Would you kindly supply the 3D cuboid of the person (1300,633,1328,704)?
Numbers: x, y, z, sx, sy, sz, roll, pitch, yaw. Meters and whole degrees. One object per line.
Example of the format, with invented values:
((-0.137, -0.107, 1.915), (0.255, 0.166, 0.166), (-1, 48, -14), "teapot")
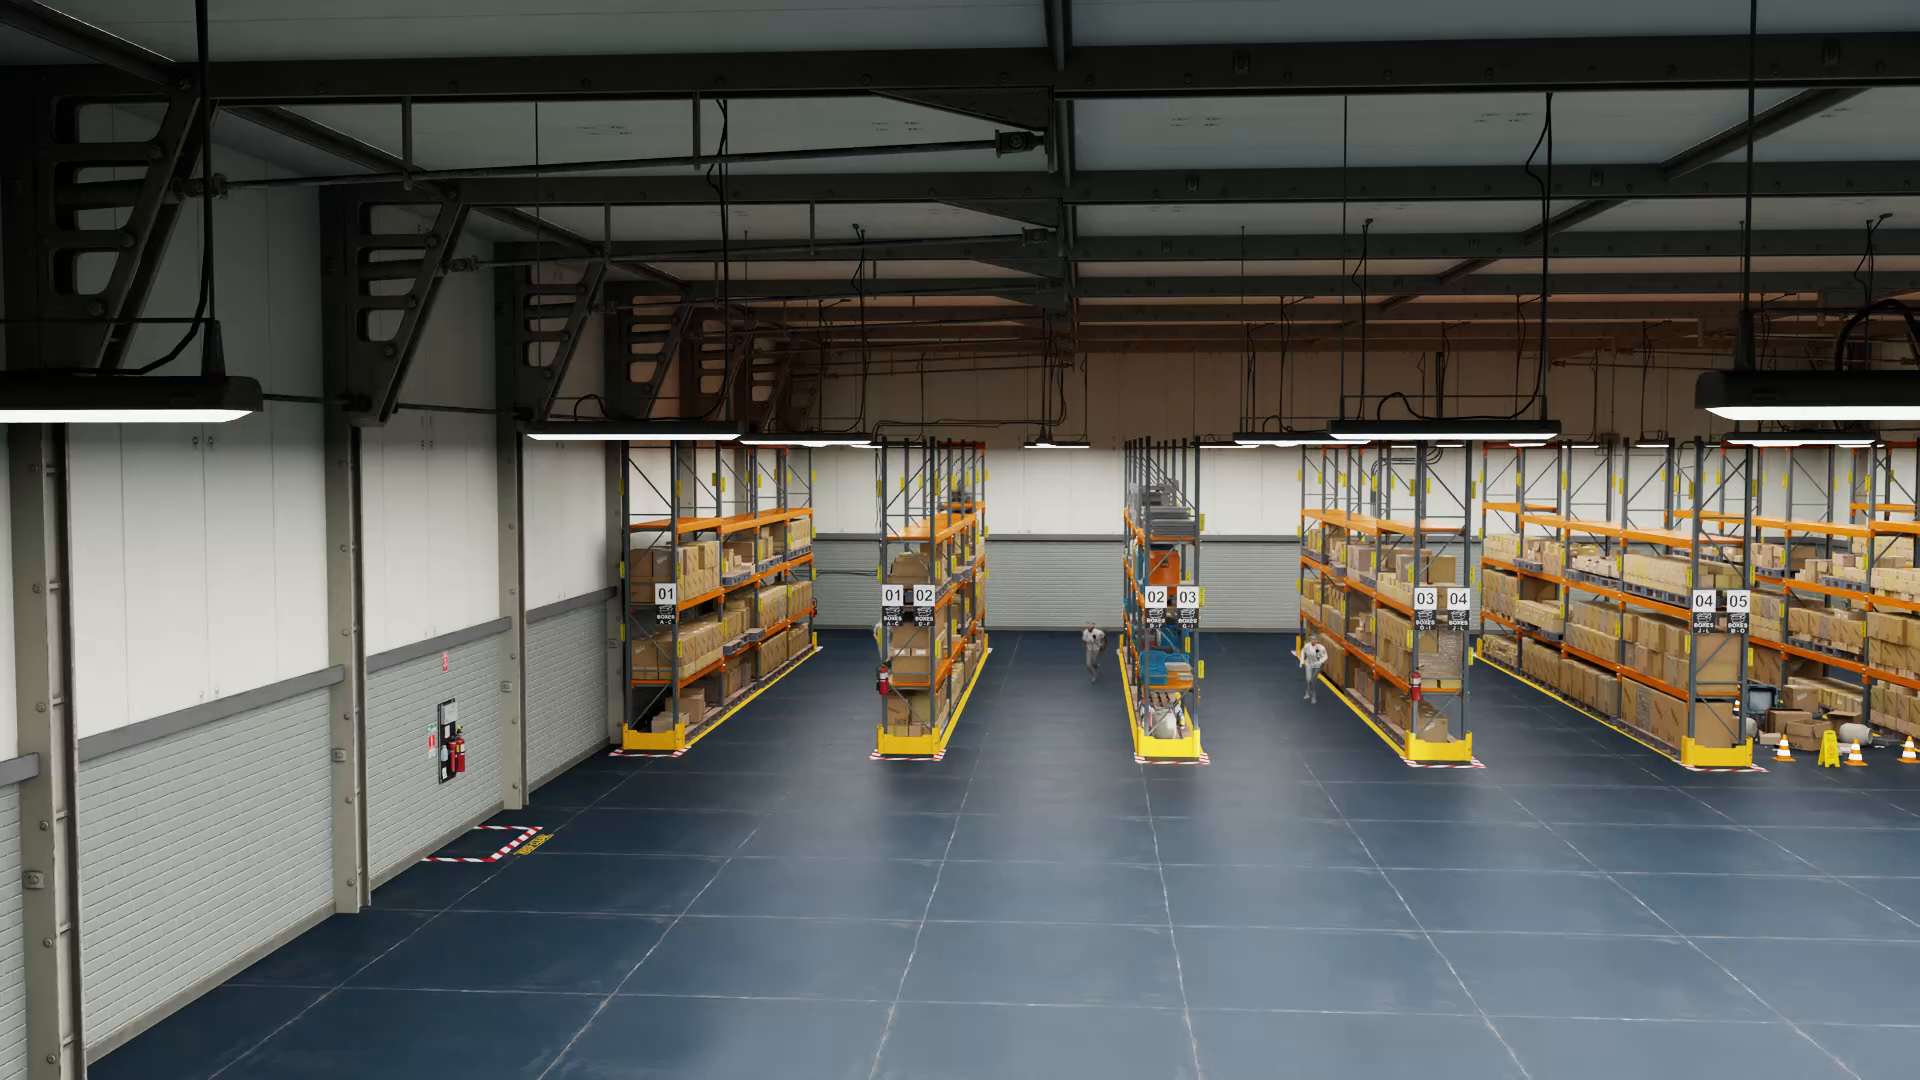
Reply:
((8.091, 2.907, 38.013), (0.619, 1.624, 0.807), (1, 3, 14), "person")

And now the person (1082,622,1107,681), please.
((3.350, 2.766, 41.394), (0.595, 1.531, 0.795), (1, 3, 20), "person")

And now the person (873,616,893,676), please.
((-1.910, 2.657, 41.953), (0.564, 1.630, 0.548), (0, 3, -1), "person")
